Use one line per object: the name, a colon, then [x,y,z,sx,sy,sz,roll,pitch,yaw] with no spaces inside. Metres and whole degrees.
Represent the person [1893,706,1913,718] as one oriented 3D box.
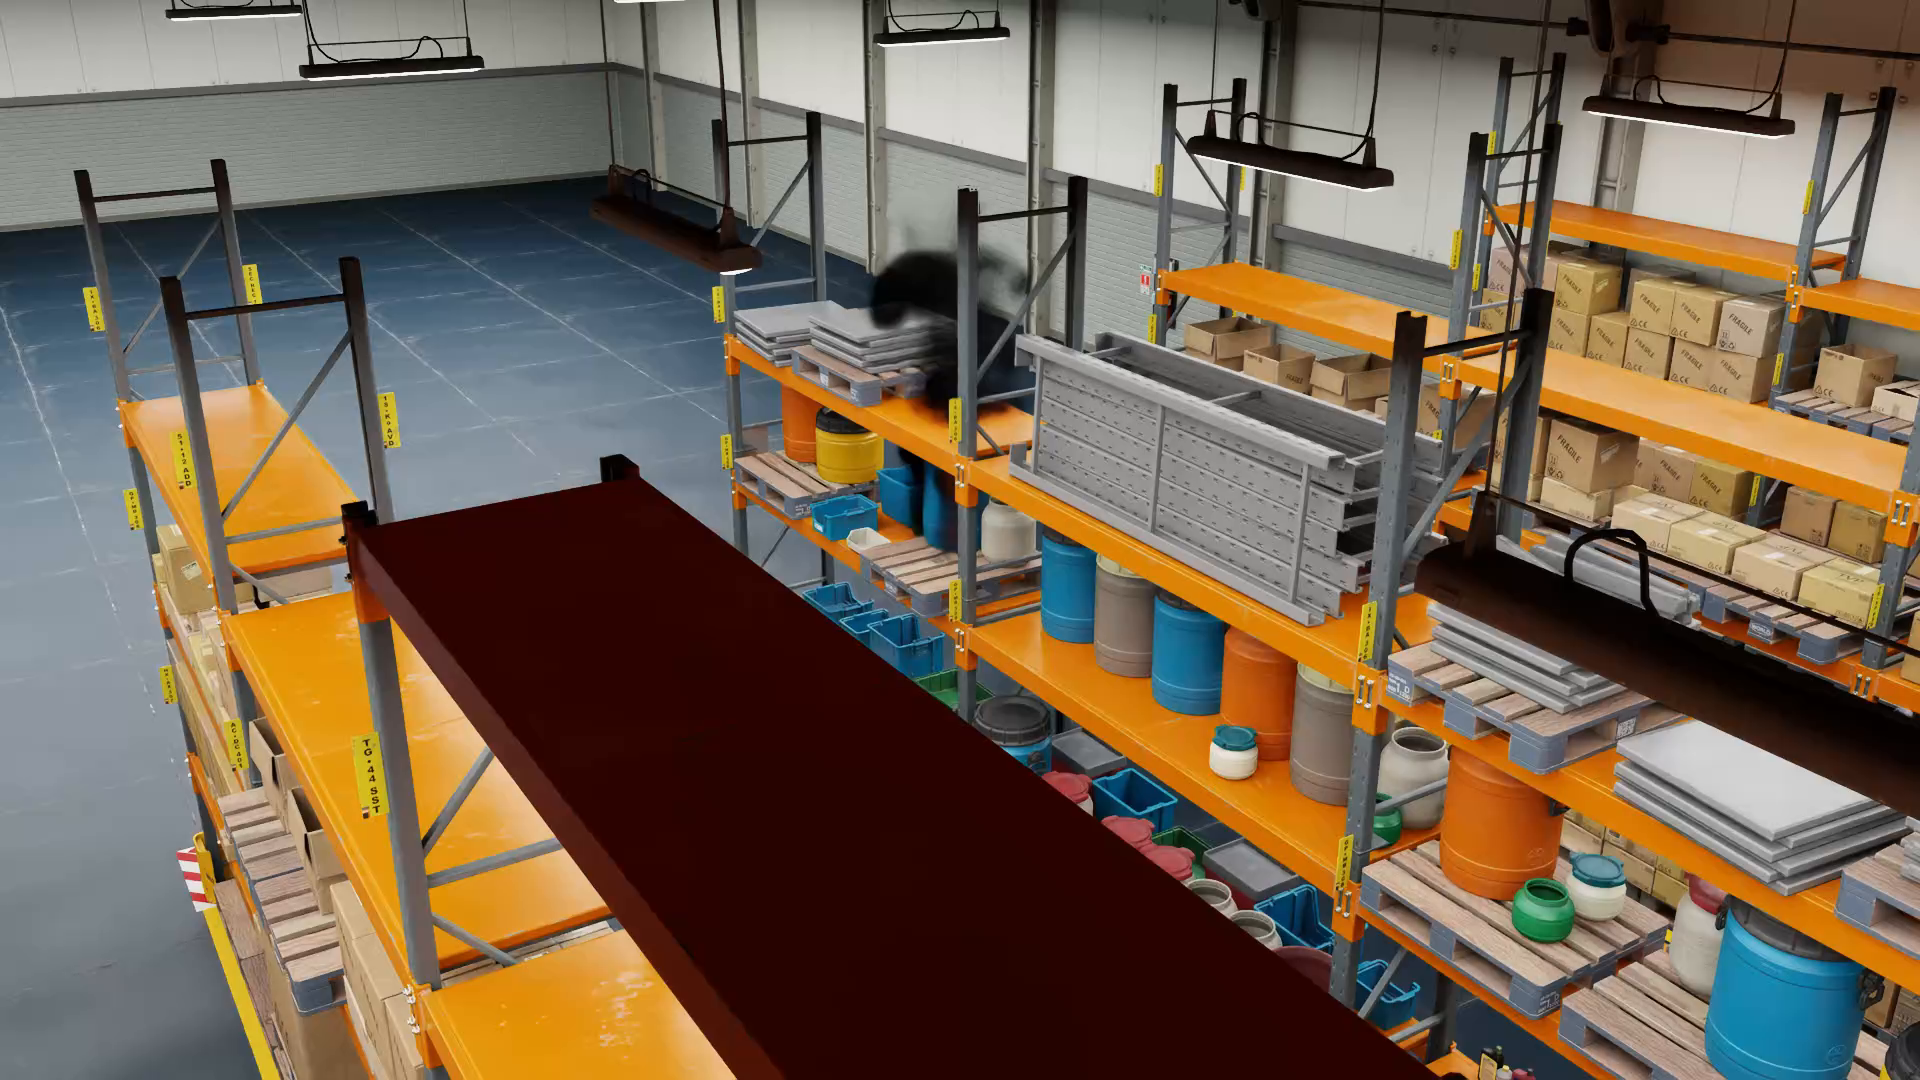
person: [8.229,1.974,14.439,0.574,1.632,0.739,-16,27,-34]
